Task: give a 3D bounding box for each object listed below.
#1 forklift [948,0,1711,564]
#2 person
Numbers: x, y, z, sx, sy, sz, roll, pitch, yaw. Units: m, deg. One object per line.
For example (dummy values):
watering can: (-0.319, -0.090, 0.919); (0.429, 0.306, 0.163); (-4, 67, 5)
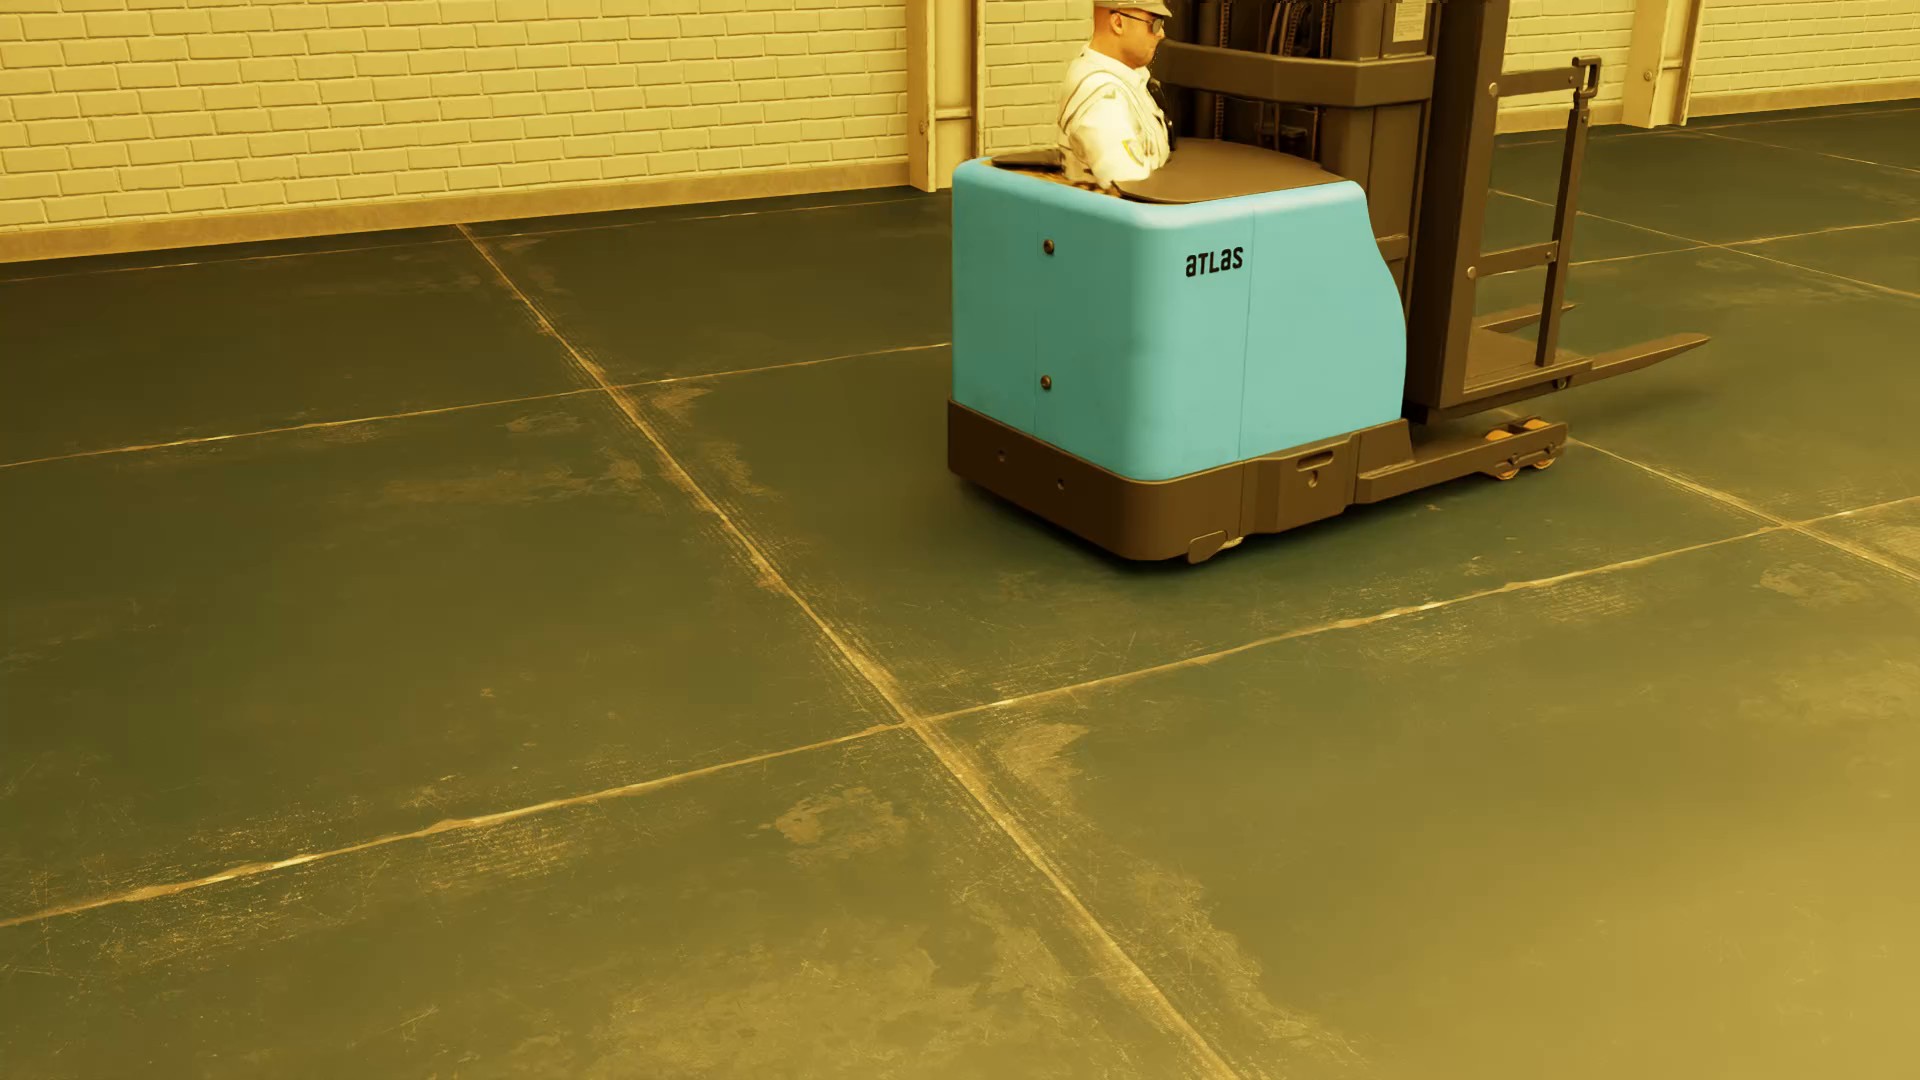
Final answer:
forklift: (1.463, -1.705, 5.392); (3.031, 2.935, 1.130); (-15, 27, -32)
person: (0.602, -0.873, 5.052); (0.630, 1.648, 0.795); (4, 23, 10)
